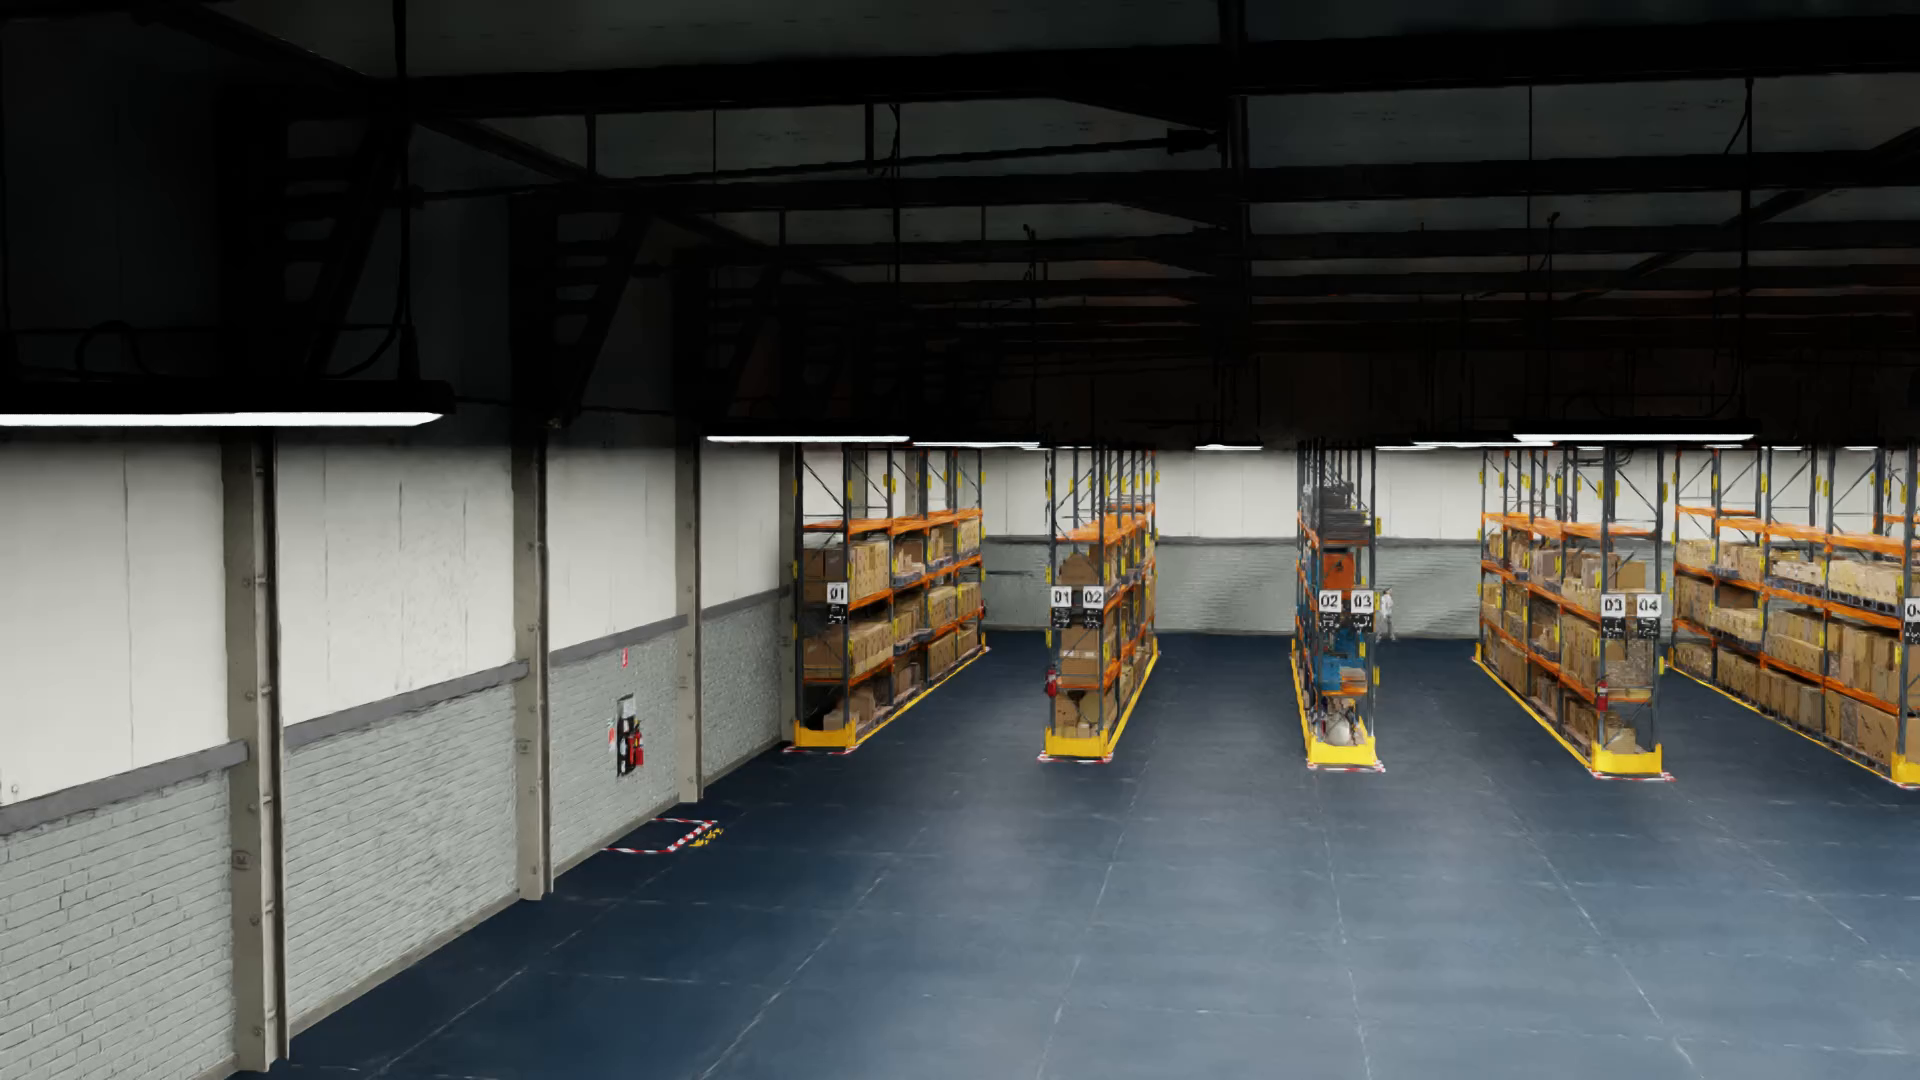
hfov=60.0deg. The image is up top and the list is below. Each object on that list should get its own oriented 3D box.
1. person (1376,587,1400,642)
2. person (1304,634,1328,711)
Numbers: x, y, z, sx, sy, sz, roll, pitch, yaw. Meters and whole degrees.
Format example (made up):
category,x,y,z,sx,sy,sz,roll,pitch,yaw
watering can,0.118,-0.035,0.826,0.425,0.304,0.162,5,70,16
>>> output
category,x,y,z,sx,sy,sz,roll,pitch,yaw
person,12.860,2.231,50.043,0.685,1.672,0.550,-3,4,-43
person,7.614,2.824,35.518,0.483,1.641,0.560,0,3,3
